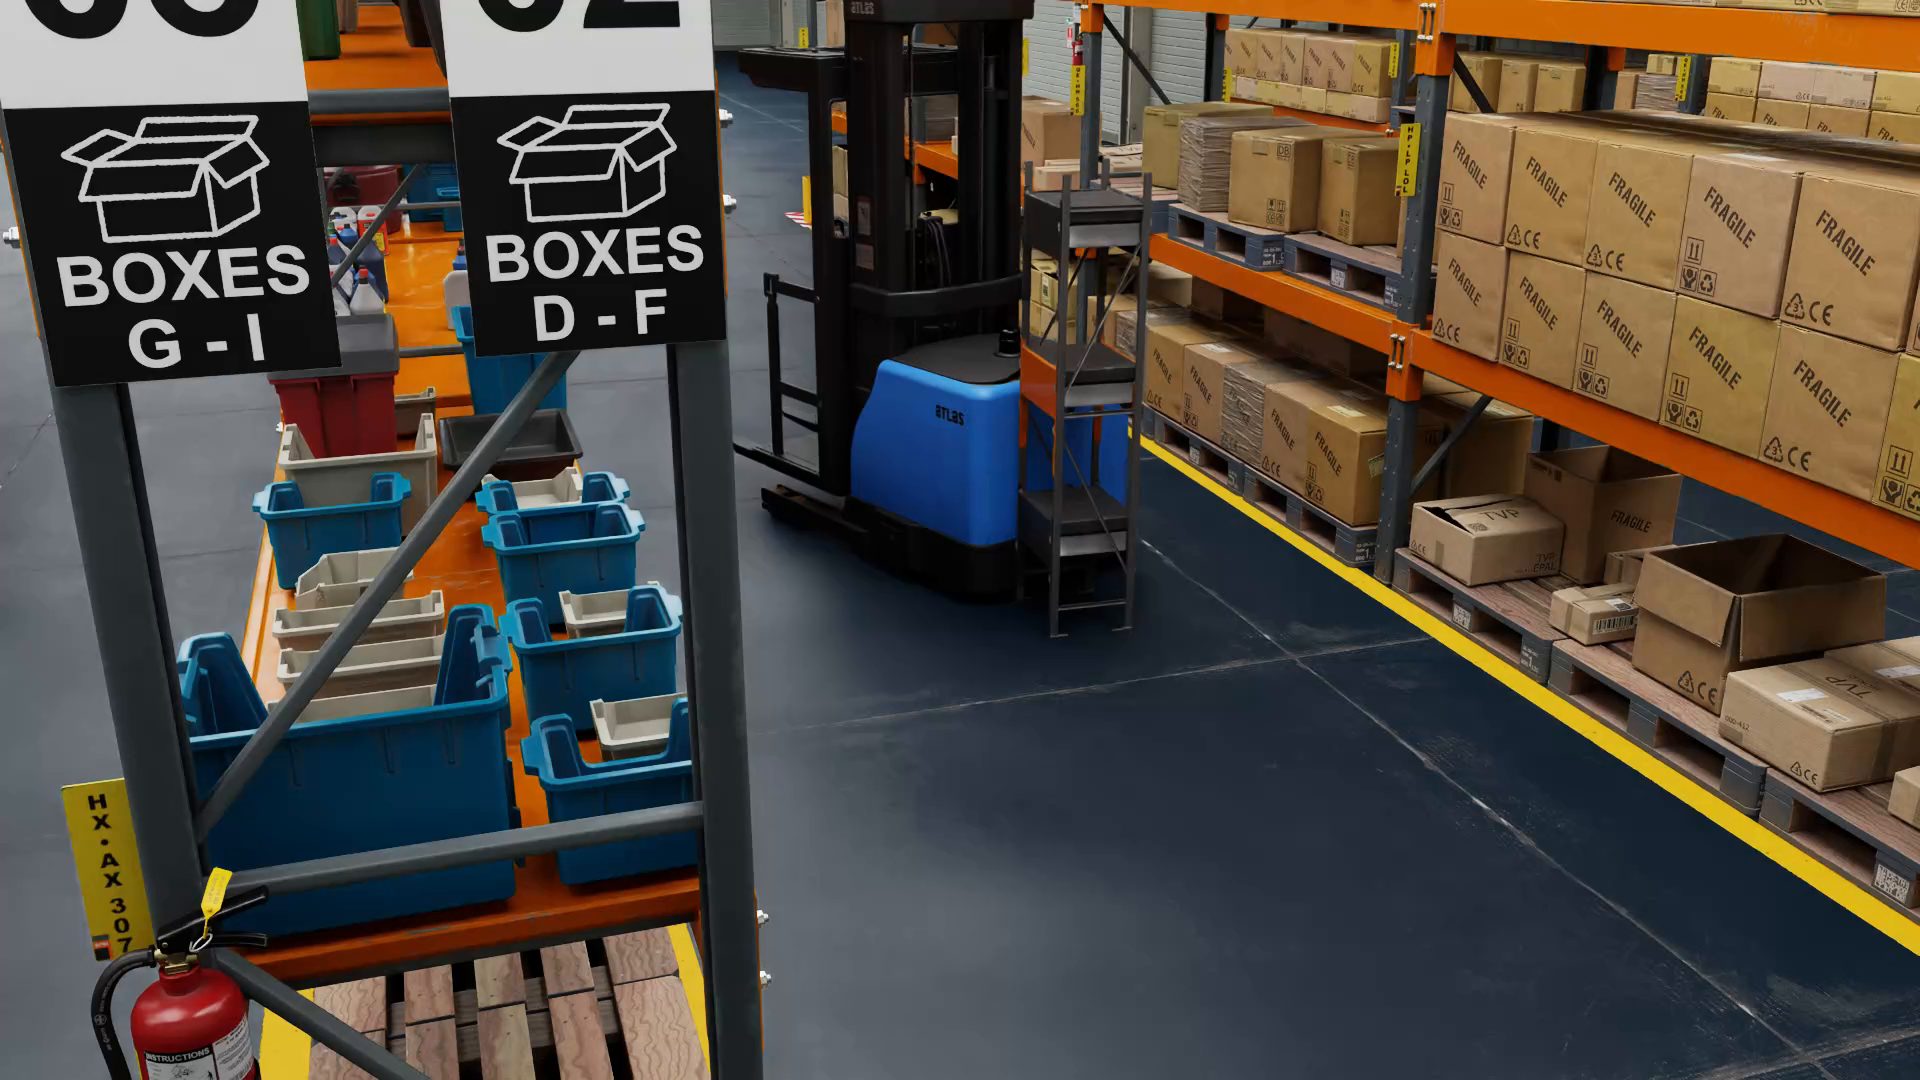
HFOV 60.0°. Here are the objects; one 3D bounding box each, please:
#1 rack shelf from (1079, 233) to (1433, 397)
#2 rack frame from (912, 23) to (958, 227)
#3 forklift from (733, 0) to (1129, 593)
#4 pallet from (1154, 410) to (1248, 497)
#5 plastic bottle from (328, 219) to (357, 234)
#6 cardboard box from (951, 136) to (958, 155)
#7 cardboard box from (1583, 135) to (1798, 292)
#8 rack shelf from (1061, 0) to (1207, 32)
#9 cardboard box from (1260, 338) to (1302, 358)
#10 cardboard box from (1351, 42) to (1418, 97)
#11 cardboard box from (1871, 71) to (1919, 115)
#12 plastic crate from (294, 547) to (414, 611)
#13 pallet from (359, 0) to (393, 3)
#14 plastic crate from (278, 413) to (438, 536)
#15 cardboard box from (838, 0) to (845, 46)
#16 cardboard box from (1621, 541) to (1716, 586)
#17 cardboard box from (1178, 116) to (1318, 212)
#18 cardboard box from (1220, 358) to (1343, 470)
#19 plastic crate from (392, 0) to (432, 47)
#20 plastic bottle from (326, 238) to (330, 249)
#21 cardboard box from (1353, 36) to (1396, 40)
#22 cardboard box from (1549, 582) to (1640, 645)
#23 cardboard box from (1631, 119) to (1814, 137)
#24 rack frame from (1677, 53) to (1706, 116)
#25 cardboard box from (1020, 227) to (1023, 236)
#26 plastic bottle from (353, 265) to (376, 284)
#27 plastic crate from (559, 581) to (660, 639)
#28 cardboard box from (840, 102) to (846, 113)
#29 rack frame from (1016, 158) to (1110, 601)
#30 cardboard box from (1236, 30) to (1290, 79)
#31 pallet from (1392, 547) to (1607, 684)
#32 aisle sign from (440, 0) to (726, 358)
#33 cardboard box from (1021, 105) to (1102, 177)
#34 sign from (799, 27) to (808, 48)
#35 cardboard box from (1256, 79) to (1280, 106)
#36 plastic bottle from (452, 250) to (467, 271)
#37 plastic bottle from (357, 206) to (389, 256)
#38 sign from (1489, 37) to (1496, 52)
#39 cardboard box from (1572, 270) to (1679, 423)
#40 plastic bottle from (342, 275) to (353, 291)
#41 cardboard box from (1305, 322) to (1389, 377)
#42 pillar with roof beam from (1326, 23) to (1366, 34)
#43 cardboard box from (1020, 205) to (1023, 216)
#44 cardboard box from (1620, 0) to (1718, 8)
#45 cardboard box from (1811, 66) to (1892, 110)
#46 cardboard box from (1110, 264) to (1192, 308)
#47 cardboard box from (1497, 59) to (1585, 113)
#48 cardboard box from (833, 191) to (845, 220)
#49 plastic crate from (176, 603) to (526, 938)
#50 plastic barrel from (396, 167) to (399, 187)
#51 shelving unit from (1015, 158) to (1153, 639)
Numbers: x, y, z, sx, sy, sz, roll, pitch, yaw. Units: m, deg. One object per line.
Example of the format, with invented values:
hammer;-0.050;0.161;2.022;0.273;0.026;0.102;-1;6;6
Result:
rack shelf;1.945;-1.556;9.876;1.077;0.370;4.000;-6;21;-17
rack frame;0.060;-3.820;15.115;1.000;3.000;0.127;-6;21;-17
forklift;-0.451;-1.550;8.895;1.130;2.935;3.031;-15;25;-36
pallet;1.895;-0.590;10.246;1.003;0.211;1.213;-6;21;-17
plastic bottle;-3.412;-1.631;9.204;0.152;0.276;0.135;-6;21;-17
cardboard box;0.144;-3.396;14.305;0.380;0.149;0.250;-6;21;-17
cardboard box;2.779;-1.259;6.357;0.500;0.500;0.500;-7;21;-19
rack shelf;0.688;-4.251;12.942;1.077;0.370;4.000;-6;21;-17
cardboard box;2.167;-0.958;10.193;0.500;0.500;0.500;-7;21;-19
cardboard box;4.319;-4.758;16.809;0.500;0.500;0.500;-6;21;-17
cardboard box;6.413;-2.945;10.951;0.500;0.250;0.500;-7;21;-18
plastic crate;-1.599;0.135;4.405;0.298;0.136;0.250;-6;21;-17
pallet;-2.469;-2.292;6.702;1.213;0.211;1.003;-6;21;-17
plastic crate;-1.824;-0.191;5.096;0.437;0.282;0.530;-6;21;-17
cardboard box;-0.876;-5.425;17.516;0.700;0.500;0.500;-7;21;-19
cardboard box;3.258;0.199;7.252;0.500;0.311;0.500;-6;21;-17
cardboard box;1.728;-2.277;10.050;0.700;0.500;0.500;-3;20;-7
cardboard box;1.842;-0.732;9.564;0.500;0.500;0.500;-6;21;-17
plastic crate;-1.091;-1.346;3.881;0.504;0.338;0.767;-6;21;-17
plastic bottle;-3.238;-1.408;8.571;0.061;0.283;0.133;-6;21;-17
cardboard box;4.501;-5.139;17.870;0.500;0.500;0.500;-6;21;-16
cardboard box;2.782;0.308;7.163;0.380;0.166;0.250;-6;21;-17
cardboard box;3.142;-1.472;6.949;0.500;0.500;0.500;-7;21;-18
rack frame;6.018;-3.064;13.010;1.000;3.000;0.127;-6;21;-17
cardboard box;0.269;-2.501;14.060;0.500;0.311;0.500;-7;21;-19
plastic bottle;-2.836;-1.175;7.941;0.097;0.271;0.097;0;20;0
plastic crate;-0.873;0.208;4.201;0.250;0.136;0.298;-6;21;-17
cardboard box;-0.893;-4.832;17.783;0.700;0.500;0.500;-6;21;-16
rack frame;0.474;-0.712;7.786;0.400;2.100;0.015;-5;20;-16
cardboard box;3.514;-5.578;19.092;0.500;0.500;0.500;-6;21;-17
pallet;2.789;0.280;7.825;1.003;0.211;1.213;-6;21;-17
aisle sign;-0.568;-0.676;2.516;0.394;0.787;0.004;-6;21;-17
cardboard box;0.774;-3.120;13.018;0.500;0.500;0.500;-8;21;-20
sign;-1.726;-5.491;18.370;0.100;0.325;0.005;-6;21;-17
cardboard box;3.687;-5.051;18.733;0.500;0.250;0.500;-7;21;-18
plastic bottle;-2.486;-1.315;8.331;0.097;0.271;0.097;0;20;0
plastic bottle;-3.413;-1.796;9.663;0.152;0.276;0.135;-6;21;-17
sign;5.287;-4.953;16.555;0.100;0.325;0.005;-6;21;-17
cardboard box;2.795;-0.783;6.510;0.500;0.500;0.500;-6;21;-17
plastic bottle;-2.876;-1.084;7.680;0.152;0.276;0.135;-6;21;-17
cardboard box;2.339;-1.138;9.586;0.500;0.250;0.500;-6;21;-17
pillar with roof beam;0.458;-7.865;17.500;9.100;9.000;0.400;-6;21;-17
cardboard box;0.459;-2.888;15.137;0.500;0.311;0.500;-6;21;-17
cardboard box;2.801;-2.090;6.083;0.500;0.250;0.500;-6;21;-17
cardboard box;6.247;-3.108;11.405;0.500;0.250;0.500;-6;21;-17
cardboard box;1.431;-1.903;12.395;0.500;0.311;0.500;-6;21;-15
cardboard box;5.294;-4.047;14.947;0.700;0.500;0.500;-4;20;-10
cardboard box;-1.080;-3.652;18.092;0.500;0.250;0.500;-6;21;-17
plastic crate;-1.155;0.423;3.159;0.616;0.435;0.499;-6;21;-17
plastic barrel;-3.913;-2.371;10.916;0.421;0.512;0.421;0;20;0
shelving unit;0.543;-0.633;7.566;0.431;2.100;0.503;-5;20;-16
